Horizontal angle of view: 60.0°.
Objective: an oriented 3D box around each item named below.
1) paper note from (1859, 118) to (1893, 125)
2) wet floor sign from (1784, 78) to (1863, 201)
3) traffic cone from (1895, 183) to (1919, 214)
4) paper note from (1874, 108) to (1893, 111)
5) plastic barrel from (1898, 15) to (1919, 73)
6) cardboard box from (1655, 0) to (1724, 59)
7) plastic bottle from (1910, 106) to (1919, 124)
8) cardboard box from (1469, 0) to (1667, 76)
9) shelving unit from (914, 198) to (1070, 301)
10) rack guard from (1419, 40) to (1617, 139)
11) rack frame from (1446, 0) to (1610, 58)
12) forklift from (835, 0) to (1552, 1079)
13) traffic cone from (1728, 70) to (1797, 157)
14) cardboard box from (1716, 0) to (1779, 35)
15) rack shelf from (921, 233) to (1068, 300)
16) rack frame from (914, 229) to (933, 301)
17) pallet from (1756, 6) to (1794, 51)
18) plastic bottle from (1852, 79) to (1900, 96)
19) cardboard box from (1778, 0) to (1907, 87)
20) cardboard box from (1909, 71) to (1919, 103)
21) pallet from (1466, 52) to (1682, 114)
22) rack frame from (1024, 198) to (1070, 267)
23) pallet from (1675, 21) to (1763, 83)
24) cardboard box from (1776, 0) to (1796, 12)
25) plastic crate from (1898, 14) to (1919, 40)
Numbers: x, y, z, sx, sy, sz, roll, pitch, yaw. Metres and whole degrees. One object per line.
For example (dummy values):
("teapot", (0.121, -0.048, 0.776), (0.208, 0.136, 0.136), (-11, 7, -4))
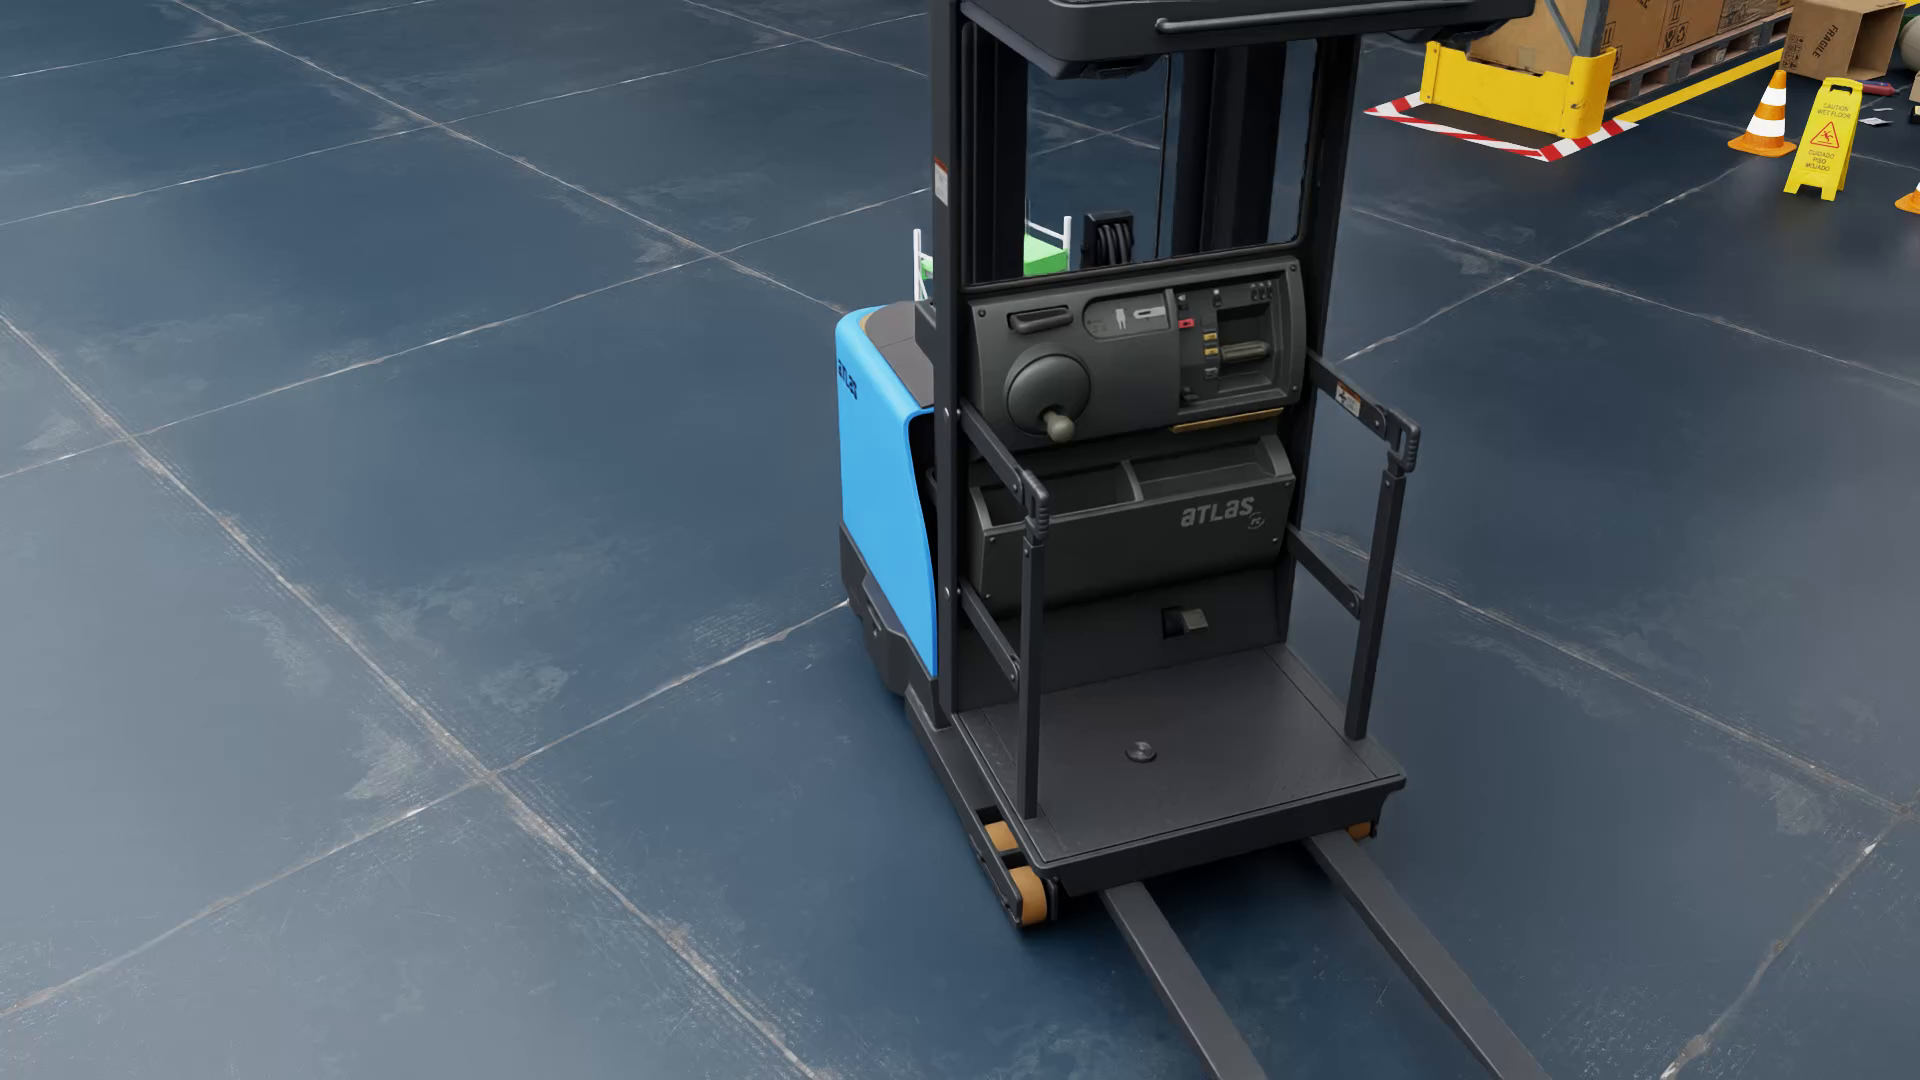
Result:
("paper note", (5.833, -2.669, 10.587), (0.142, 0.017, 0.144), (-12, 34, -19))
("wet floor sign", (4.884, -2.272, 9.348), (0.267, 0.644, 0.232), (22, 37, 31))
("traffic cone", (5.433, -2.054, 9.166), (0.334, 0.463, 0.336), (-26, 40, -35))
("paper note", (6.011, -2.802, 10.823), (0.123, 0.001, 0.032), (-7, 32, -11))
("plastic barrel", (6.703, -3.375, 11.363), (0.421, 0.421, 0.512), (-1, 31, -2))
("cardboard box", (4.655, -3.896, 11.380), (0.875, 0.875, 0.875), (-27, 40, -36))
("plastic bottle", (6.170, -2.729, 10.655), (0.133, 0.061, 0.283), (15, 34, 23))
("cardboard box", (4.011, -3.583, 10.868), (0.875, 0.875, 0.875), (-26, 40, -35))
("shelving unit", (0.114, -0.582, 6.051), (0.503, 1.200, 0.258), (-23, 38, -32))
("rack guard", (3.542, -2.969, 10.627), (0.348, 0.500, 1.175), (-26, 40, -35))
("rack frame", (3.559, -4.044, 9.989), (0.127, 3.000, 1.000), (-26, 40, -35))
("forklift", (0.551, -0.441, 4.161), (1.130, 2.935, 3.031), (-11, 33, -17))
("traffic cone", (4.914, -2.607, 10.070), (0.334, 0.463, 0.336), (-26, 40, -35))
("cardboard box", (5.325, -4.218, 11.908), (0.875, 0.875, 0.875), (-25, 40, -35))
("rack shelf", (0.114, -0.937, 5.834), (0.480, 0.148, 0.258), (-23, 38, -32))
("rack frame", (-0.077, -0.502, 5.921), (0.015, 1.200, 0.240), (-23, 38, -32))
("pallet", (5.881, -4.034, 12.644), (1.213, 0.211, 1.003), (-26, 40, -35))
("plastic bottle", (6.140, -3.027, 11.141), (0.283, 0.061, 0.133), (15, 34, 23))
("cardboard box", (6.052, -3.455, 11.418), (0.500, 0.500, 0.500), (-19, 36, -28))
("cardboard box", (6.484, -2.983, 10.873), (0.258, 0.266, 0.396), (-19, 36, -28))
("pallet", (4.092, -3.168, 11.229), (1.213, 0.211, 1.003), (-26, 40, -35))
("rack frame", (0.304, -0.661, 6.181), (0.015, 1.200, 0.240), (-23, 38, -32))
("pallet", (4.987, -3.599, 11.933), (1.213, 0.211, 1.003), (-26, 40, -35))
("cardboard box", (5.983, -4.540, 12.433), (0.875, 0.875, 0.875), (-25, 39, -35))
("plastic crate", (7.256, -3.725, 12.107), (0.662, 0.188, 0.450), (-7, 22, -11))
